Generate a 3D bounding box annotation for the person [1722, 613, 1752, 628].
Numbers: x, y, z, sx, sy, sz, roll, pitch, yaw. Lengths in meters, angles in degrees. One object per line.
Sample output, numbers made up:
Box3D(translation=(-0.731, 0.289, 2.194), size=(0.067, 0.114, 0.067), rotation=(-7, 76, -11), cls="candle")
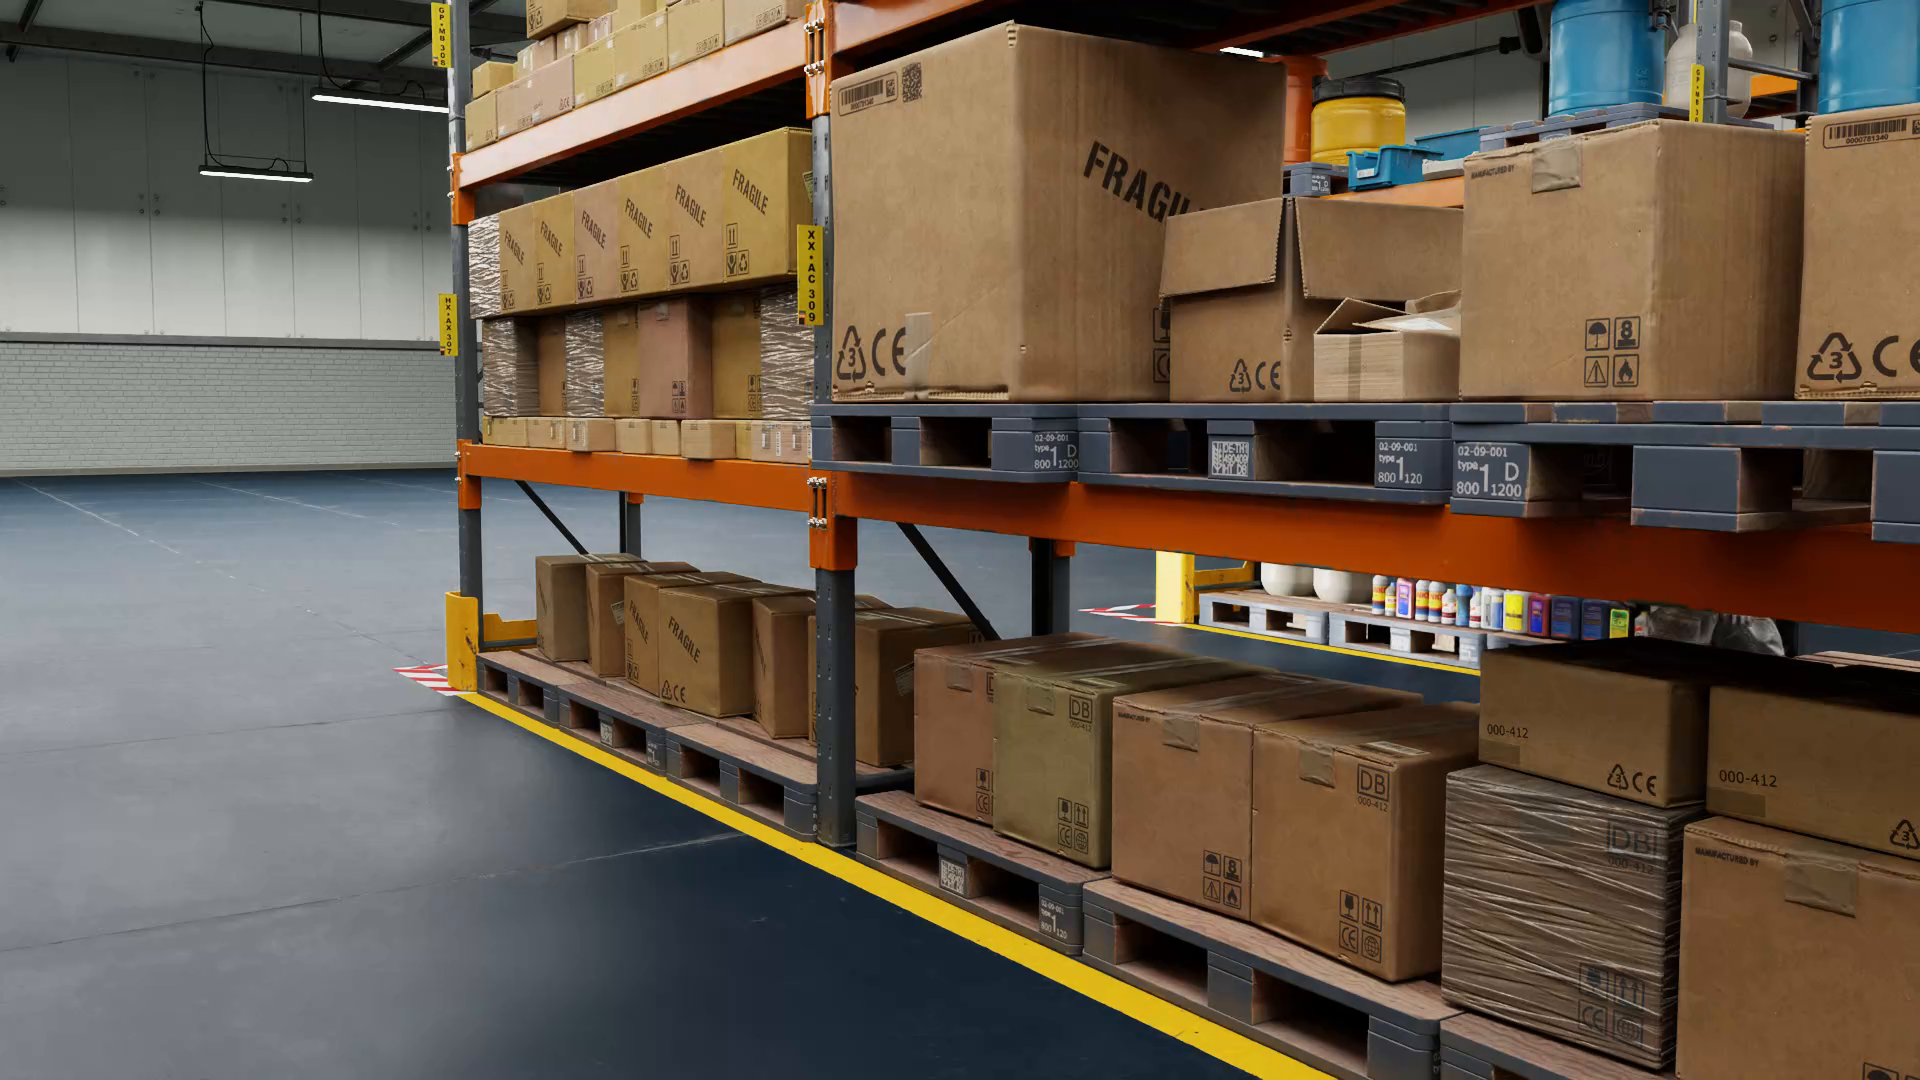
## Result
Box3D(translation=(2.604, 0.160, 5.768), size=(0.591, 1.844, 0.615), rotation=(3, 6, 36), cls="person")
